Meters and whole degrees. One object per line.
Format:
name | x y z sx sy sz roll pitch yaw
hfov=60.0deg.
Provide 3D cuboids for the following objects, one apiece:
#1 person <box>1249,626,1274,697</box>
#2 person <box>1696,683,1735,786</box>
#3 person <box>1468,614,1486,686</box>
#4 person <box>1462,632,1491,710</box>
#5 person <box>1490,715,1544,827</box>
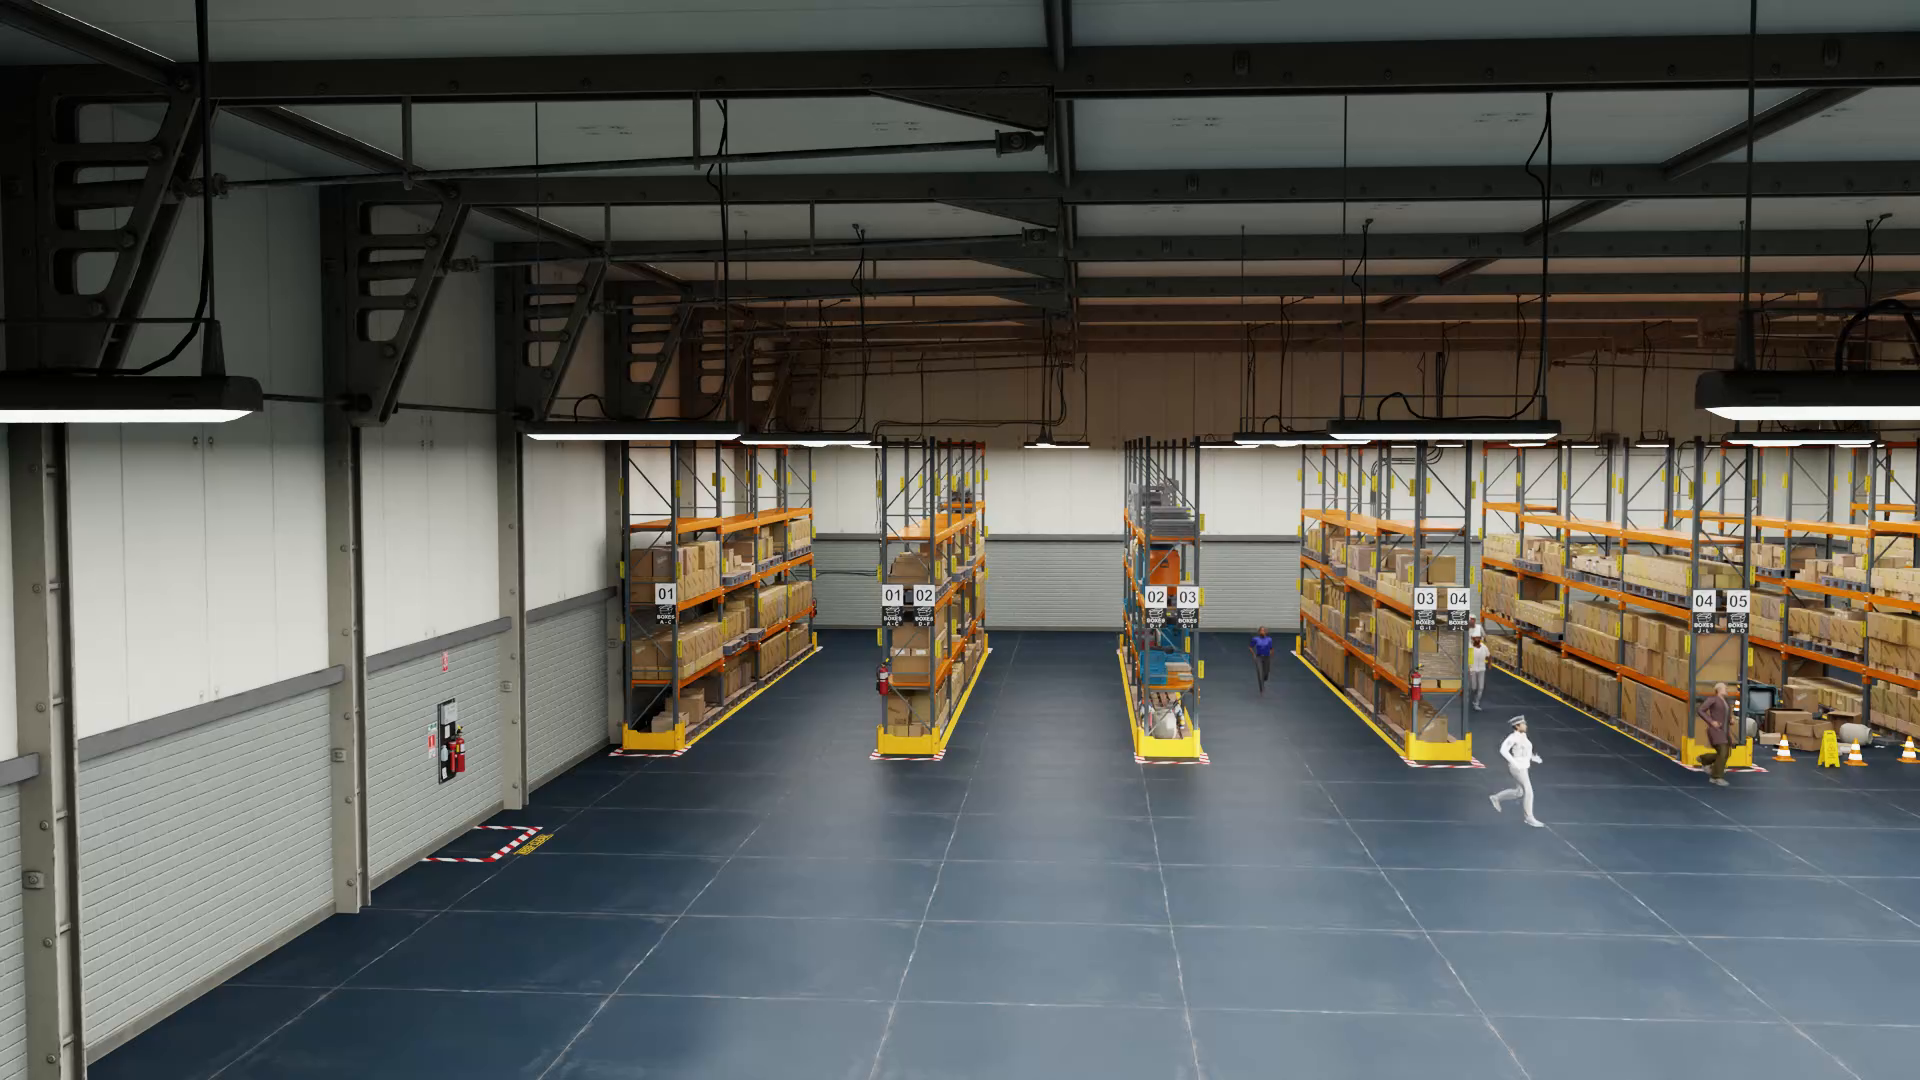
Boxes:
person | 7.077 2.838 39.004 0.577 1.642 0.738 0 3 -1
person | 13.147 3.343 28.868 0.738 1.724 0.806 -2 4 -32
person | 12.367 2.682 40.162 0.655 1.827 0.877 0 3 0
person | 11.437 2.887 36.899 0.720 1.737 0.578 0 3 -7
person | 8.555 3.525 25.572 0.843 1.696 0.618 2 4 35
